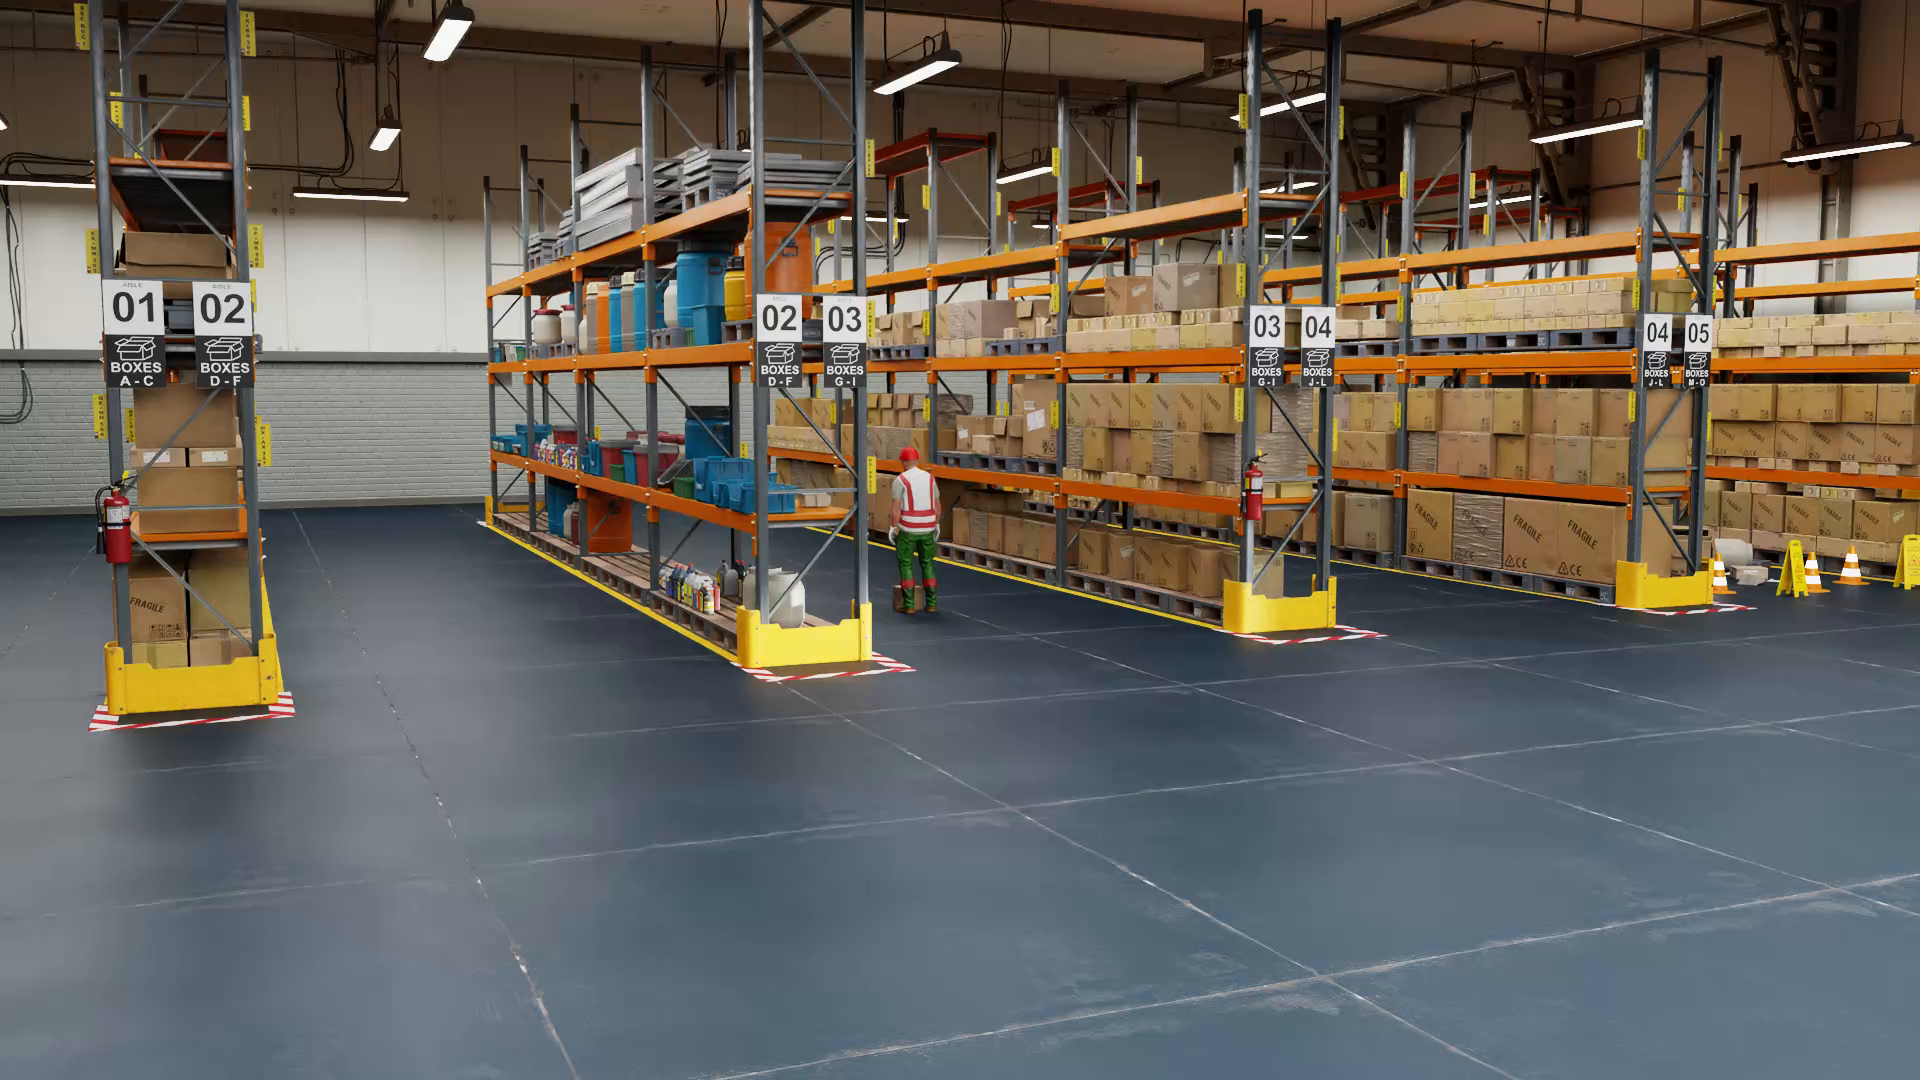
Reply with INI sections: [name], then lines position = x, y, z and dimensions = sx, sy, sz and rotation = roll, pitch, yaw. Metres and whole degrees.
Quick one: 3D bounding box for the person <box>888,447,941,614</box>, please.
[person]
position = -0.488, -0.110, 17.808
dimensions = 0.612, 1.778, 0.451
rotation = -3, 6, -27
